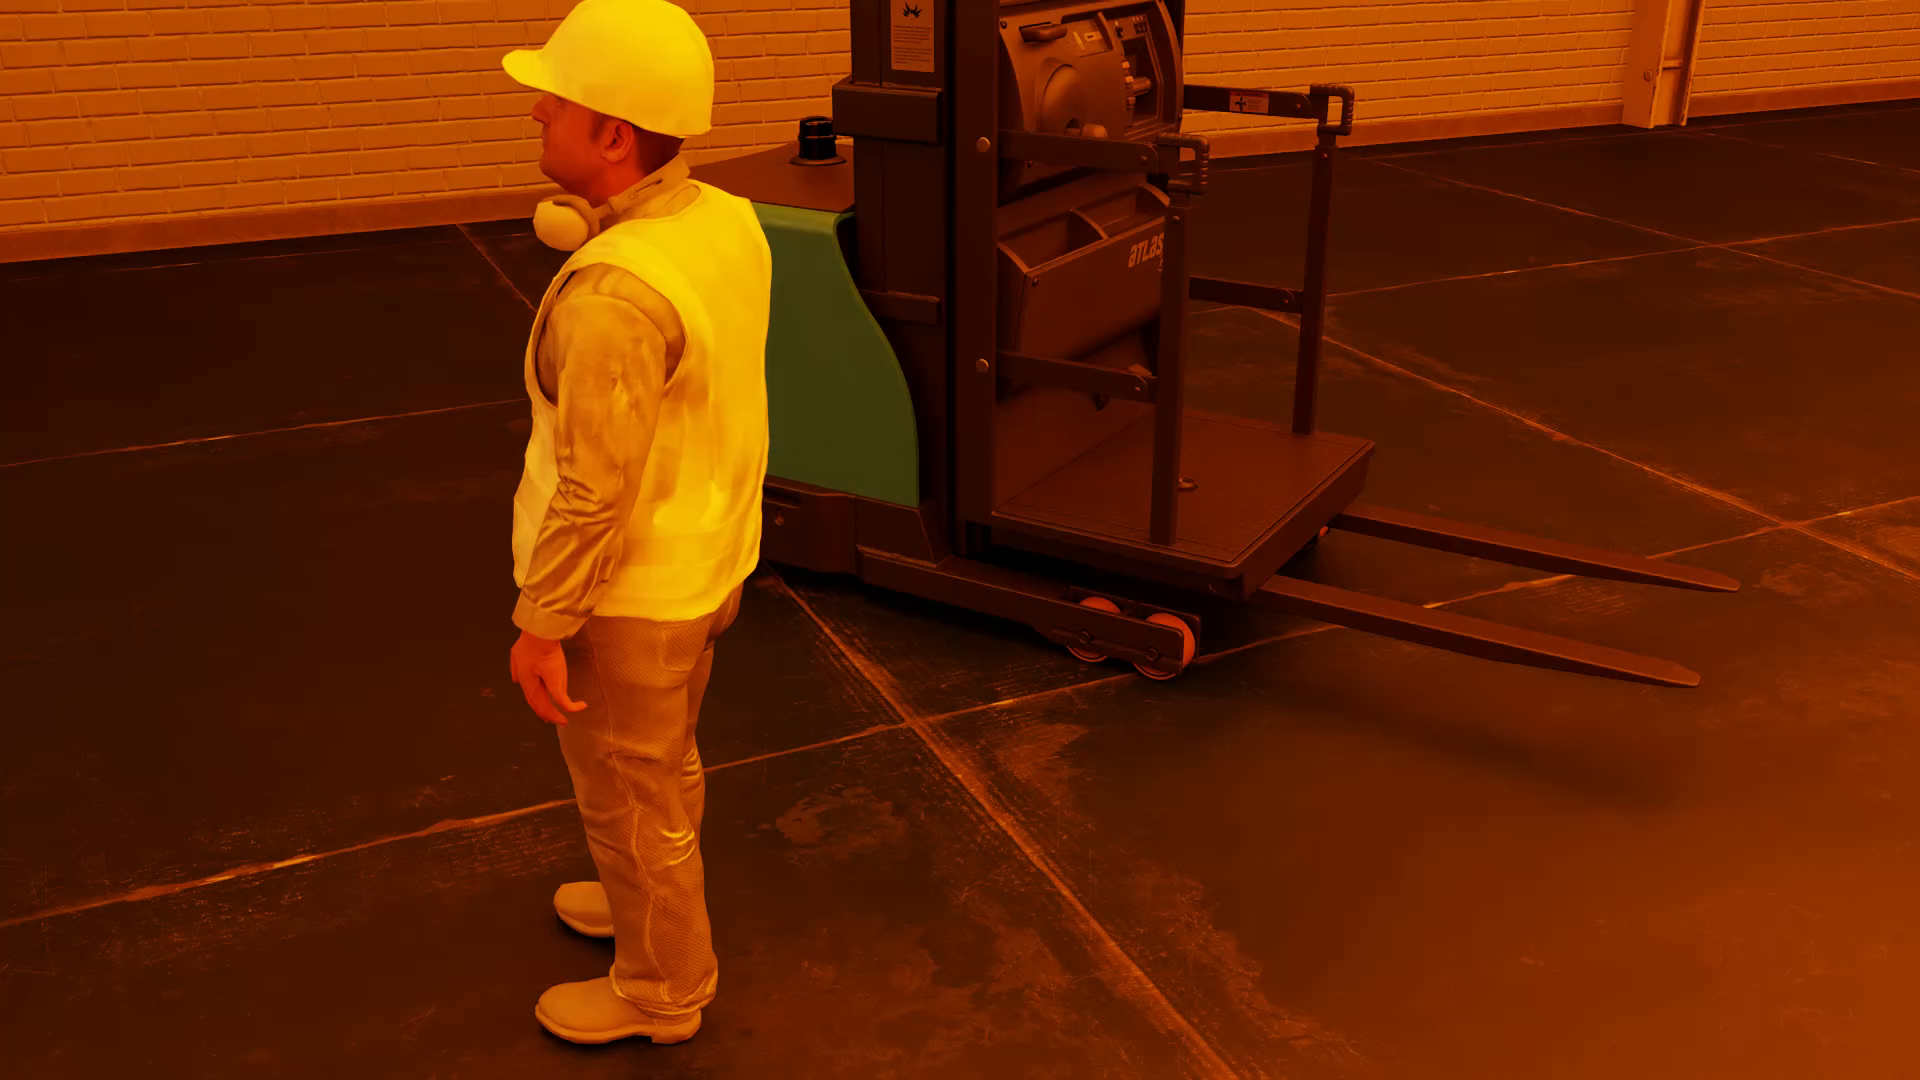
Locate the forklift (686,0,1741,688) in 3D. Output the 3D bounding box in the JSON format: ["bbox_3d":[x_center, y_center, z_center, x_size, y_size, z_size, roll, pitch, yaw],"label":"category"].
[{"bbox_3d":[0.534,-1.229,4.245,3.031,2.935,1.130,13,26,29],"label":"forklift"}]

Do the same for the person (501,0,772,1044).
[{"bbox_3d":[-0.582,0.037,2.684,0.567,1.775,0.623,5,23,12],"label":"person"}]
